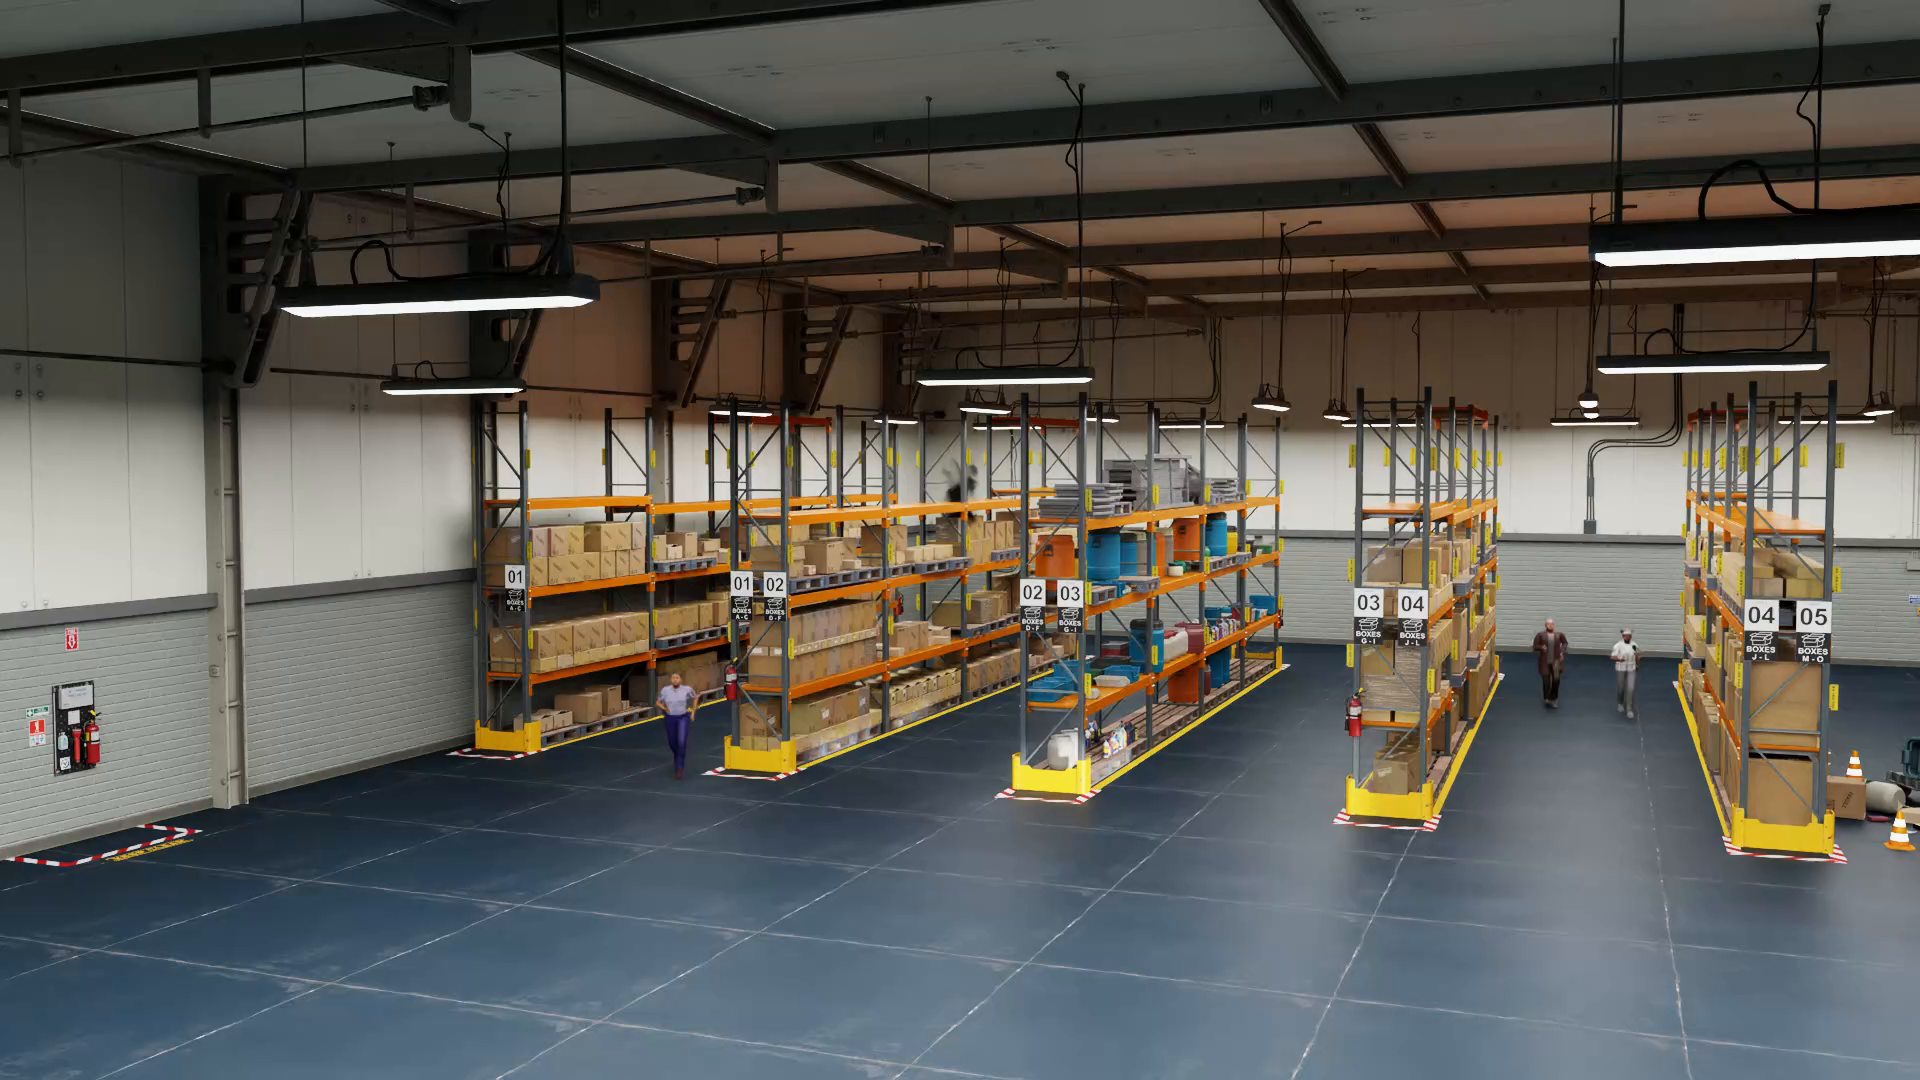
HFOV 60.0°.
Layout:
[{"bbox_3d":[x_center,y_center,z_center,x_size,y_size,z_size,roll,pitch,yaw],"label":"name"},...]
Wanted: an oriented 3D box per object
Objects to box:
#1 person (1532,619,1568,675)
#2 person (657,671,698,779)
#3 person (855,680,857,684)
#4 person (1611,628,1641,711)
[{"bbox_3d":[11.885,2.159,33.456,0.689,1.137,0.702,1,3,17],"label":"person"},{"bbox_3d":[-4.503,2.918,26.459,0.639,1.639,0.889,0,3,-1],"label":"person"},{"bbox_3d":[-2.079,2.218,34.148,0.335,1.680,0.400,1,3,15],"label":"person"},{"bbox_3d":[12.969,2.504,32.374,0.578,1.600,0.741,1,3,15],"label":"person"}]
